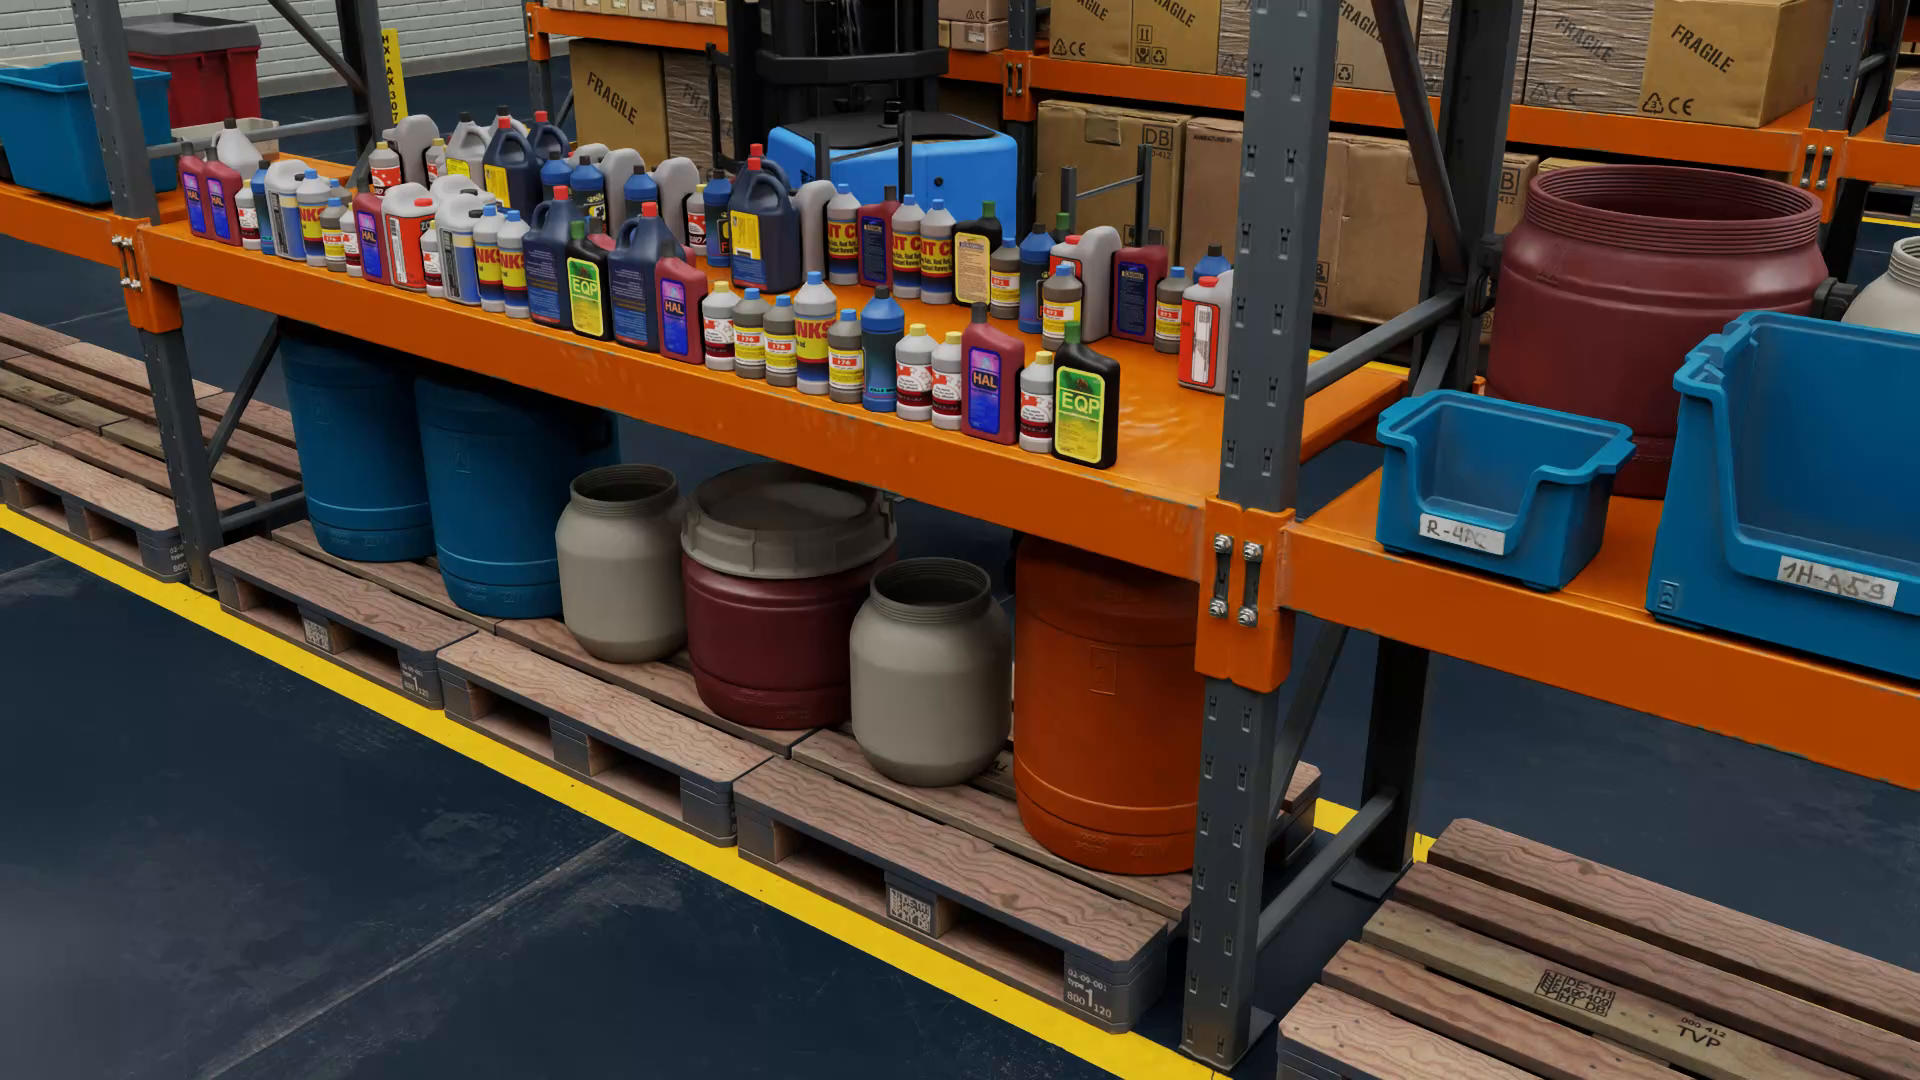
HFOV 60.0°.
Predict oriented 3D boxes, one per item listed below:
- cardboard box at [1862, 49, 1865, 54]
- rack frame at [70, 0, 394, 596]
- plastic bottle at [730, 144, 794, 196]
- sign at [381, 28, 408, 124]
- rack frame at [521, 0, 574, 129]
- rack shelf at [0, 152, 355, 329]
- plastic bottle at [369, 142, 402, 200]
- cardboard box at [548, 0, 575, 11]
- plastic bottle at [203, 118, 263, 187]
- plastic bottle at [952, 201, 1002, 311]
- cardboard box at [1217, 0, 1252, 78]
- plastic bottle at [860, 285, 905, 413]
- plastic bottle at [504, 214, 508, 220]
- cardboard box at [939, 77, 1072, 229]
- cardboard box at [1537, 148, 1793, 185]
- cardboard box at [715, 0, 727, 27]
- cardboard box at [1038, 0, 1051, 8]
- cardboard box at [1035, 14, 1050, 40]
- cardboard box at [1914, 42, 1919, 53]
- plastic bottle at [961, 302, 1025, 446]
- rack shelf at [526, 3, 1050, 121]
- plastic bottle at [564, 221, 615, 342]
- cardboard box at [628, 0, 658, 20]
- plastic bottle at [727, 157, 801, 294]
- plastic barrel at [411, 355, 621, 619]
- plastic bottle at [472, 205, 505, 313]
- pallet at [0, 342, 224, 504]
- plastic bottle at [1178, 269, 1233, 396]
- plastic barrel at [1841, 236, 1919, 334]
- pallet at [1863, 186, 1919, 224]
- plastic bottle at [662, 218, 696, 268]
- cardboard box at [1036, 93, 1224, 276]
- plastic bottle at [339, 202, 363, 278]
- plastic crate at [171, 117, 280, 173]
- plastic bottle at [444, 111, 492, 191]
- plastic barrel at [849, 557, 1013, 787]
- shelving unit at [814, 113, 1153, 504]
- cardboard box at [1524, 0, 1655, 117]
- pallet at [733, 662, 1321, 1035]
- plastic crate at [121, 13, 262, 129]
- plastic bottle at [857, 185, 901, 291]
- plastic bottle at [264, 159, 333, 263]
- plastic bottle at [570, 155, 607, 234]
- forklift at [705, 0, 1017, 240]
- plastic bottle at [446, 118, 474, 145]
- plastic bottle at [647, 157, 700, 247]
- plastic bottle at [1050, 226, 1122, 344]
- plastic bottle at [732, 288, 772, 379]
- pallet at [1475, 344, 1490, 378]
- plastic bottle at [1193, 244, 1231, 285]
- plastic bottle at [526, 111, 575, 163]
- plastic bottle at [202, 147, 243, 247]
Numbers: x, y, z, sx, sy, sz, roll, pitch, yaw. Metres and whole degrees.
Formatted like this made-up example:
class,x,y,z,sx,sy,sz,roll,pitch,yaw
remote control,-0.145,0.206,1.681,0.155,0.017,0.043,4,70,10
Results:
class,x,y,z,sx,sy,sz,roll,pitch,yaw
cardboard box,6.046,-3.318,11.710,0.500,0.250,0.500,16,29,33
rack frame,-2.368,-1.353,5.600,0.127,3.000,1.000,17,29,33
plastic bottle,-0.555,-0.947,4.741,0.185,0.351,0.144,17,29,33
sign,-2.037,-1.656,5.946,0.005,0.325,0.100,17,29,33
rack frame,-2.598,-3.918,11.422,0.127,3.000,1.000,17,29,33
rack shelf,-3.969,-1.507,6.843,4.000,0.370,1.077,17,29,33
plastic bottle,-1.919,-1.226,5.559,0.097,0.201,0.097,0,24,0
cardboard box,-2.512,-3.611,11.036,0.250,0.149,0.380,17,29,34
plastic bottle,-2.249,-1.131,5.157,0.185,0.351,0.144,17,29,33
plastic bottle,0.046,-0.756,4.390,0.133,0.283,0.061,17,29,33
cardboard box,1.624,-2.562,8.221,0.500,0.500,0.500,16,28,32
plastic bottle,-0.169,-0.423,3.650,0.097,0.271,0.097,0,24,0
plastic bottle,-1.240,-0.792,4.573,0.097,0.201,0.097,0,24,0
cardboard box,0.122,-2.356,9.991,0.875,0.875,0.875,17,29,33
cardboard box,3.263,-1.377,7.769,0.875,0.875,1.225,15,28,31
cardboard box,-1.281,-3.239,10.193,0.250,0.149,0.380,16,28,32
cardboard box,0.384,-3.216,9.647,0.500,0.250,0.500,16,29,32
cardboard box,0.565,-3.015,9.683,0.250,0.149,0.380,17,29,33
cardboard box,9.244,-4.595,15.072,0.875,0.875,0.875,17,29,33
plastic bottle,0.068,-0.348,3.464,0.133,0.283,0.061,17,29,33
rack shelf,-0.998,-3.105,10.470,4.000,0.370,1.077,17,29,33
plastic bottle,-0.916,-0.646,4.140,0.133,0.283,0.061,17,29,33
cardboard box,-1.892,-3.425,10.614,0.250,0.149,0.380,16,29,33
plastic bottle,-0.538,-0.866,4.555,0.185,0.351,0.144,17,29,33
plastic barrel,-1.376,-0.276,5.239,0.708,0.901,0.600,17,29,33
plastic bottle,-1.223,-0.742,4.374,0.097,0.271,0.097,0,24,0
pallet,-3.960,-0.537,7.207,1.213,0.211,1.003,17,29,33
plastic bottle,0.589,-0.489,3.793,0.135,0.276,0.152,17,29,33
plastic barrel,1.784,-0.257,2.974,0.421,0.512,0.421,0,24,0
pallet,6.234,-2.473,11.600,1.213,0.211,1.003,17,29,33
plastic bottle,-0.723,-0.660,4.172,0.133,0.283,0.061,17,29,33
cardboard box,1.127,-2.022,9.234,0.875,0.875,1.225,17,29,33
plastic bottle,-1.701,-0.855,4.716,0.097,0.201,0.097,0,24,0
plastic crate,-2.655,-1.418,6.001,0.243,0.136,0.396,17,29,33
plastic bottle,-1.523,-1.167,5.240,0.185,0.351,0.144,17,29,33
plastic barrel,-0.074,0.340,4.322,0.421,0.512,0.421,0,24,0
shelving unit,0.068,-0.666,5.901,1.048,1.500,0.538,17,29,33
cardboard box,2.864,-2.191,7.379,0.500,0.500,0.500,17,29,33
pallet,0.177,0.713,4.369,1.213,0.211,1.003,17,29,33
plastic crate,-2.932,-1.706,6.249,0.583,0.464,0.402,17,29,33
plastic bottle,-0.217,-0.835,4.570,0.133,0.283,0.061,17,29,33
plastic bottle,-1.933,-0.973,4.891,0.135,0.276,0.152,17,29,33
plastic bottle,-1.115,-1.015,4.994,0.097,0.271,0.097,0,24,0
forklift,-0.778,-2.748,8.852,1.130,2.935,3.031,-10,26,-22
plastic bottle,-1.646,-1.267,5.550,0.133,0.283,0.061,17,29,33
plastic bottle,-0.870,-1.006,4.967,0.135,0.276,0.152,17,29,33
plastic bottle,0.310,-0.650,4.158,0.135,0.276,0.152,17,29,33
plastic bottle,-0.480,-0.486,3.878,0.097,0.201,0.097,0,24,0
pallet,3.217,-0.922,8.082,1.213,0.211,1.003,17,29,33
plastic bottle,0.604,-0.572,3.989,0.097,0.271,0.097,0,24,0
plastic bottle,-1.288,-1.169,5.244,0.185,0.351,0.144,17,29,33
plastic bottle,-2.224,-1.041,5.037,0.133,0.283,0.061,17,29,33
